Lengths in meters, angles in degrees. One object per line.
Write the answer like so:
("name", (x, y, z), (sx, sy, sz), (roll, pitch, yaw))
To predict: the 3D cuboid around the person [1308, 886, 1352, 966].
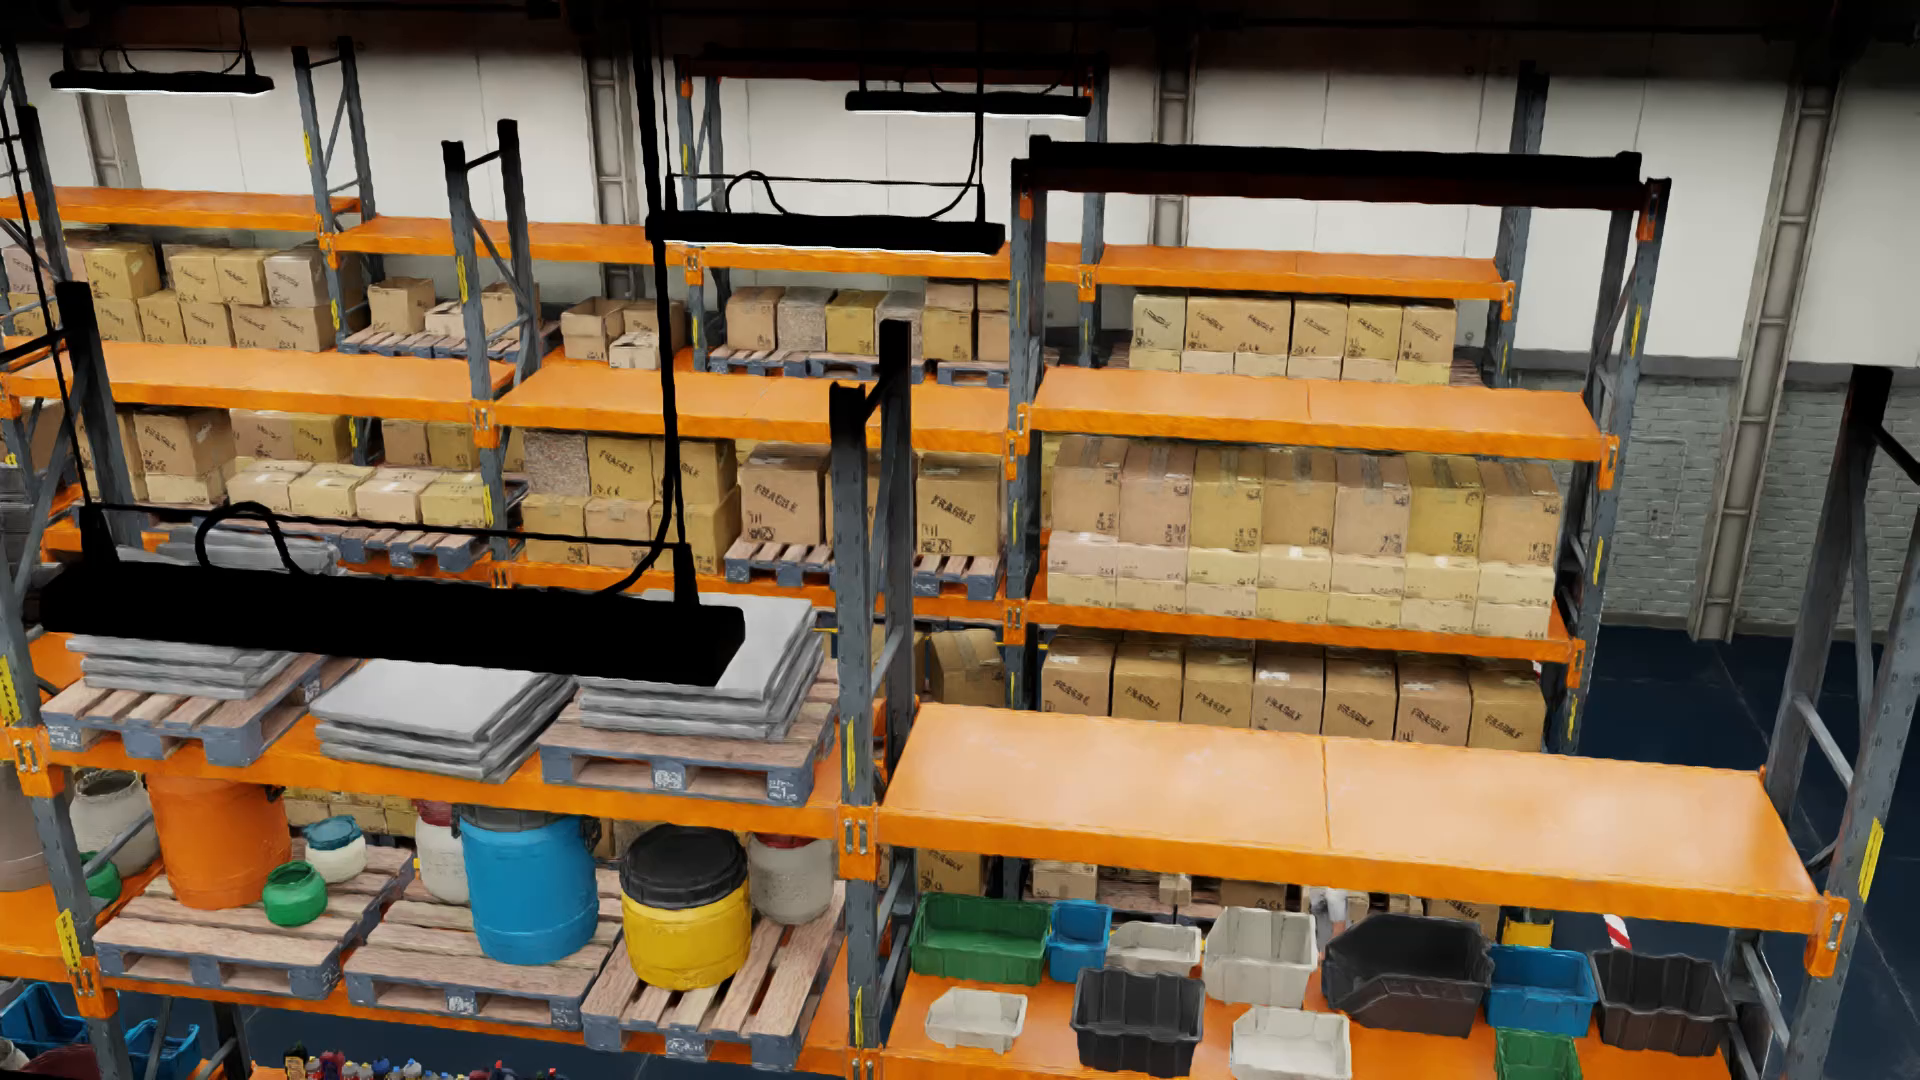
("person", (2.627, 2.823, 11.664), (0.507, 1.618, 0.580), (3, 23, 7))
